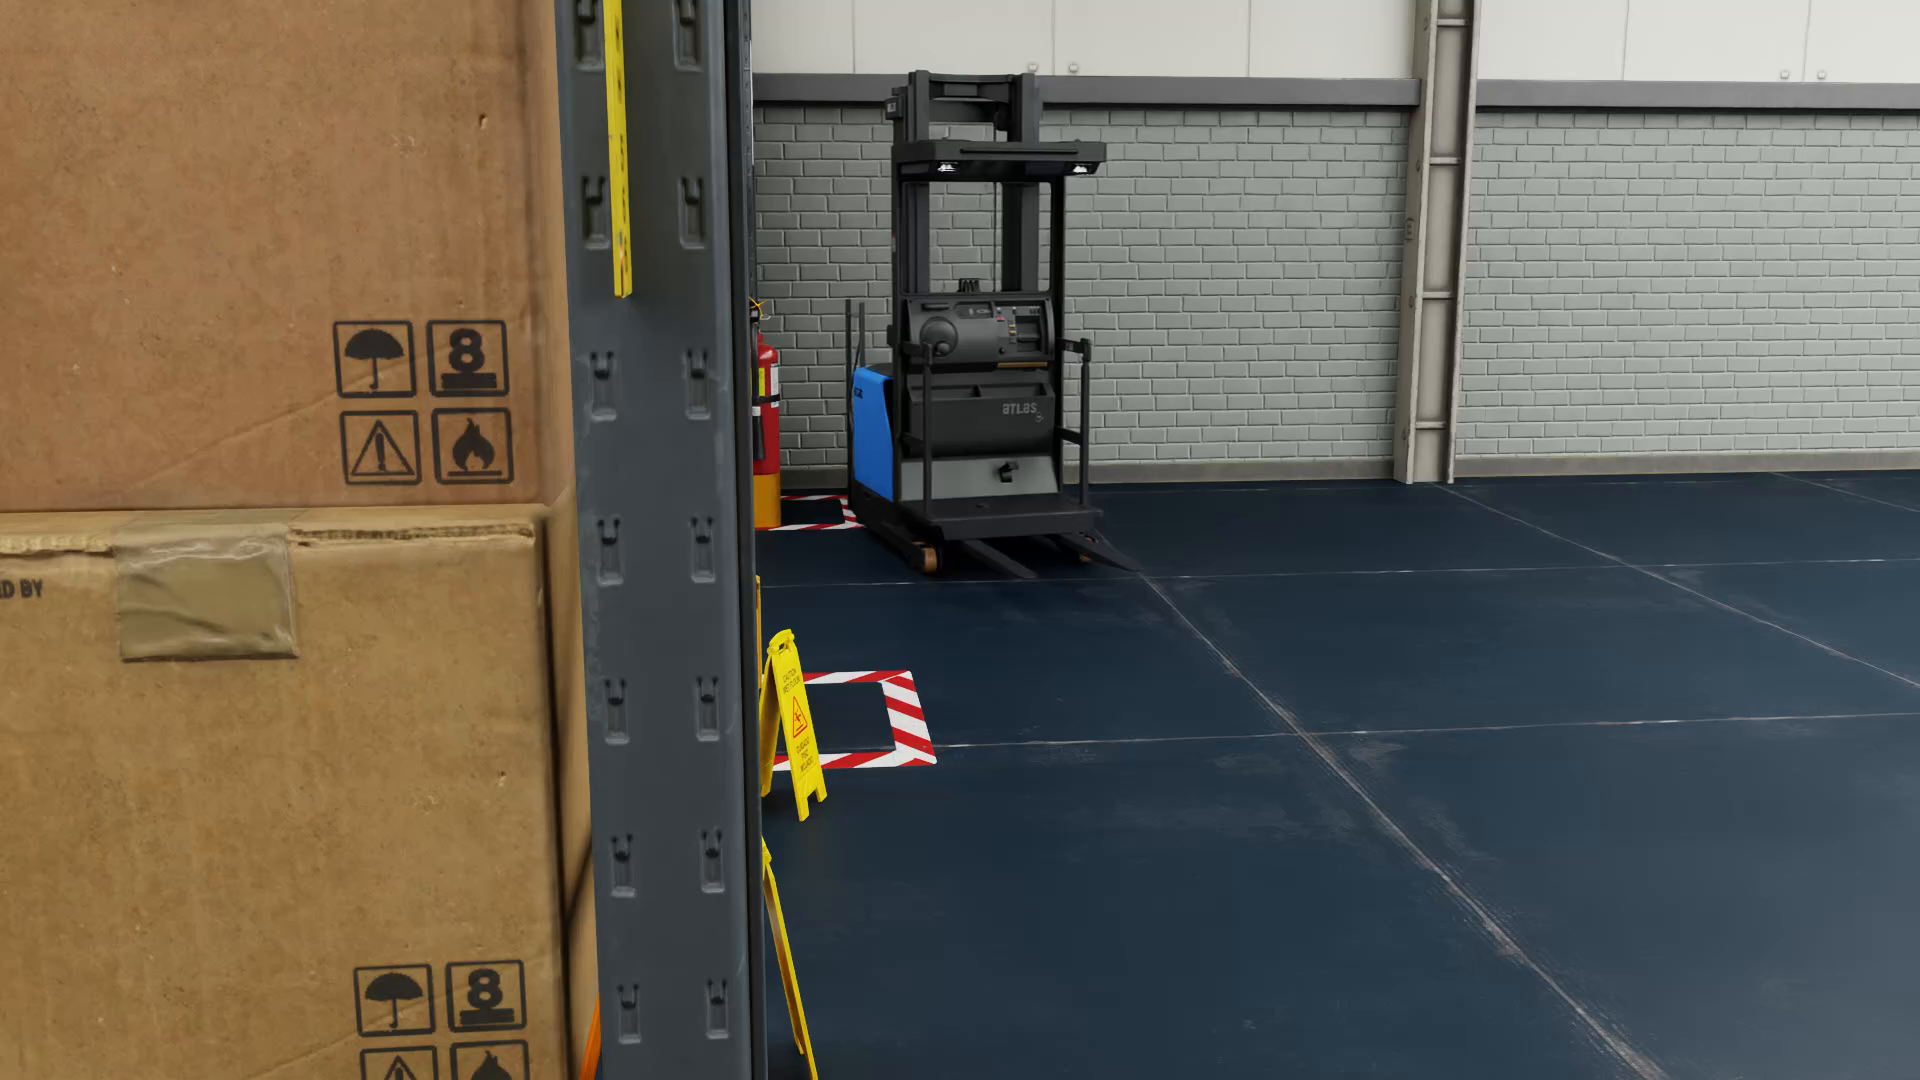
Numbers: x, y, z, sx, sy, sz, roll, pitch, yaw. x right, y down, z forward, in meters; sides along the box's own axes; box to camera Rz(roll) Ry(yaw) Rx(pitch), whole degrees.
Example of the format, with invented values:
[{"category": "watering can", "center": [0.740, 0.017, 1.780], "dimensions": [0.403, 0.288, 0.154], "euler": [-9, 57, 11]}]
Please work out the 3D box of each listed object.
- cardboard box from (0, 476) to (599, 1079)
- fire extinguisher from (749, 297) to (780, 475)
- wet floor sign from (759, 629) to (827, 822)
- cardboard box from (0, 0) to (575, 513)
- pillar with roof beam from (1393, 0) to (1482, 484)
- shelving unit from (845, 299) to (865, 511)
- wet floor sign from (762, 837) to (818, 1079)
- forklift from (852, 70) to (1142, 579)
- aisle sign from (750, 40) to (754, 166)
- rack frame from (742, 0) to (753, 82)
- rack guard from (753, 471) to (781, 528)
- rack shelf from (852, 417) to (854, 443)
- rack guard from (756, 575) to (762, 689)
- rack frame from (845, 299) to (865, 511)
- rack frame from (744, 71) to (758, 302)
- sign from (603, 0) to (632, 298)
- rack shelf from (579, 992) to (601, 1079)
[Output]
[{"category": "cardboard box", "center": [-0.665, 0.176, 1.808], "dimensions": [0.550, 0.550, 0.875], "euler": [-1, 11, -6]}, {"category": "fire extinguisher", "center": [-0.773, -0.590, 6.294], "dimensions": [0.183, 0.674, 0.296], "euler": [-1, 11, -6]}, {"category": "wet floor sign", "center": [-0.632, 0.643, 5.927], "dimensions": [0.232, 0.644, 0.267], "euler": [3, 11, 14]}, {"category": "cardboard box", "center": [-0.675, -0.370, 1.786], "dimensions": [0.550, 0.550, 0.875], "euler": [-1, 11, -6]}, {"category": "pillar with roof beam", "center": [4.164, -4.067, 8.228], "dimensions": [0.400, 9.000, 9.100], "euler": [-1, 11, -6]}, {"category": "shelving unit", "center": [-0.241, -0.948, 11.802], "dimensions": [1.048, 1.500, 0.538], "euler": [-3, 12, -15]}, {"category": "wet floor sign", "center": [-0.487, 1.008, 4.067], "dimensions": [0.232, 0.644, 0.267], "euler": [-3, 12, -16]}, {"category": "forklift", "center": [0.197, -1.319, 9.980], "dimensions": [1.130, 2.935, 3.031], "euler": [-4, 12, -17]}, {"category": "aisle sign", "center": [-1.379, -2.886, 11.035], "dimensions": [0.004, 0.787, 0.394], "euler": [-1, 11, -6]}, {"category": "rack frame", "center": [-1.476, -4.609, 10.987], "dimensions": [0.127, 3.000, 1.000], "euler": [-1, 11, -6]}, {"category": "rack guard", "center": [-1.452, -0.440, 11.809], "dimensions": [0.348, 0.500, 1.175], "euler": [-1, 11, -6]}, {"category": "rack shelf", "center": [-0.241, -0.772, 11.837], "dimensions": [1.000, 0.185, 0.538], "euler": [-3, 12, -15]}, {"category": "rack guard", "center": [-1.012, 0.514, 6.957], "dimensions": [0.348, 0.500, 1.175], "euler": [-1, 11, -6]}, {"category": "rack frame", "center": [-0.730, -0.922, 11.667], "dimensions": [0.032, 1.500, 0.500], "euler": [-3, 12, -15]}, {"category": "rack frame", "center": [-1.476, -1.666, 11.565], "dimensions": [0.127, 3.000, 1.000], "euler": [-1, 11, -6]}, {"category": "sign", "center": [-0.257, -0.347, 1.240], "dimensions": [0.005, 0.325, 0.100], "euler": [-1, 11, -6]}, {"category": "rack shelf", "center": [-2.290, 0.628, 1.763], "dimensions": [4.000, 0.370, 1.077], "euler": [-1, 11, -6]}]
